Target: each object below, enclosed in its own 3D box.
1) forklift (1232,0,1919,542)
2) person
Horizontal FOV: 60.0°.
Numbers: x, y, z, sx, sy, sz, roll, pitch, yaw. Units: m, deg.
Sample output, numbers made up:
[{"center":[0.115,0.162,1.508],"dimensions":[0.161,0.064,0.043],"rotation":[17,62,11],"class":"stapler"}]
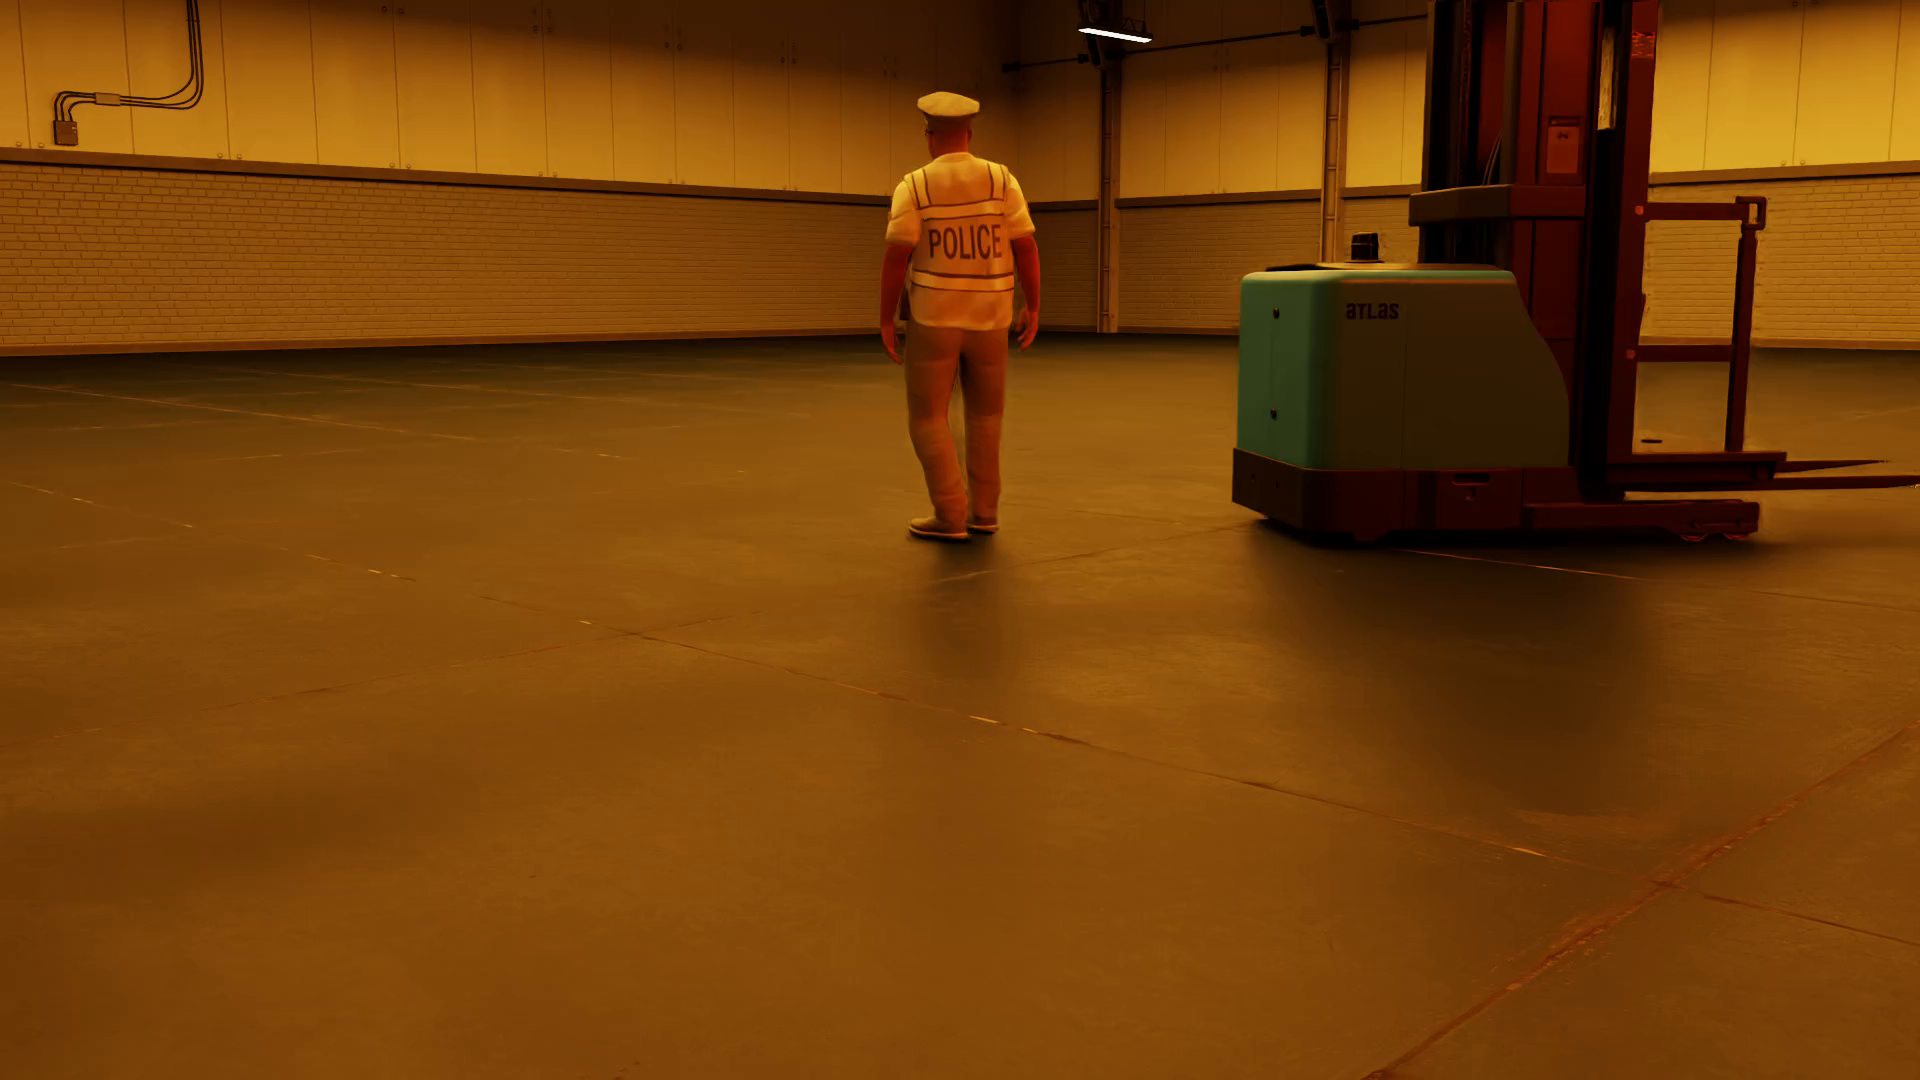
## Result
[{"center":[2.766,-1.517,6.948],"dimensions":[3.031,2.935,1.130],"rotation":[-1,9,-9],"class":"forklift"},{"center":[-0.020,-0.892,6.722],"dimensions":[0.659,1.764,0.608],"rotation":[-2,9,-11],"class":"person"}]
